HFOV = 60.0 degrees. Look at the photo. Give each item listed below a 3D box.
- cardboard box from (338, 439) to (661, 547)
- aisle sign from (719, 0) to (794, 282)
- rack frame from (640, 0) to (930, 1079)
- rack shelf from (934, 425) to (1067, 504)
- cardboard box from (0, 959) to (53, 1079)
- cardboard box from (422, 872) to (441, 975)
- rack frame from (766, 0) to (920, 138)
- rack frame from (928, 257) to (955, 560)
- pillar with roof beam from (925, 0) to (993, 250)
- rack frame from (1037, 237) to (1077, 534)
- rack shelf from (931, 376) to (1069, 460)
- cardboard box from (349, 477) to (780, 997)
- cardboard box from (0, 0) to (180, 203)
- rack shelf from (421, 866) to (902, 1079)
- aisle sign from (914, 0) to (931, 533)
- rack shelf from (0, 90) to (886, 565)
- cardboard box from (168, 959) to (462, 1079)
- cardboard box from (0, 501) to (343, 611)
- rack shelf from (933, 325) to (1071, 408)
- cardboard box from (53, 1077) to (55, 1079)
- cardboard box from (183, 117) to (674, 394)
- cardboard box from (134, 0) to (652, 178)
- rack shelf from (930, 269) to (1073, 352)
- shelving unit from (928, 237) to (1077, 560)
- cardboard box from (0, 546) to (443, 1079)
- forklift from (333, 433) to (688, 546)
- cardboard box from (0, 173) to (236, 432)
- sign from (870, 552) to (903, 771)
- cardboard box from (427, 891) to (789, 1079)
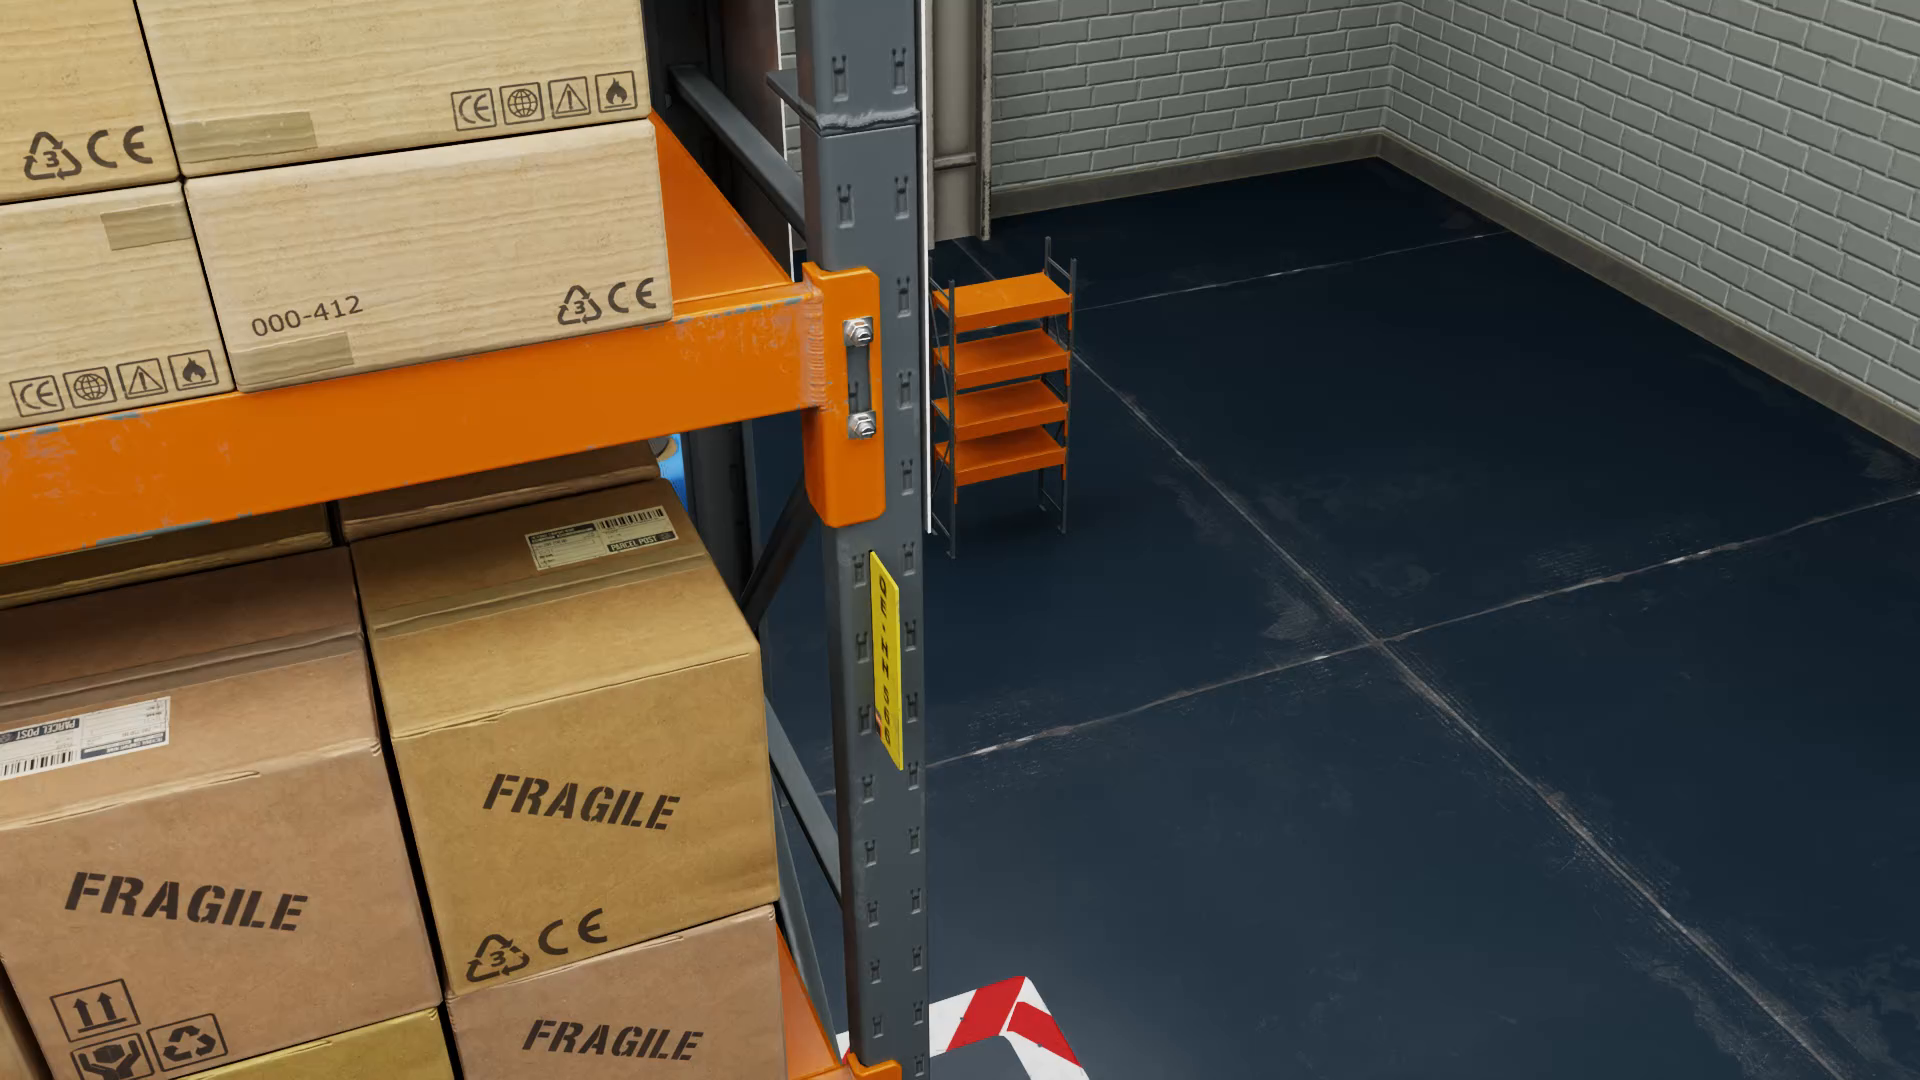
[{"bbox_3d":[-0.812,0.011,2.974,0.500,0.500,0.500,-12,35,-17],"label":"cardboard box"},{"bbox_3d":[-0.352,-0.741,2.754,0.004,0.787,0.394,-13,35,-19],"label":"aisle sign"},{"bbox_3d":[-0.301,0.511,3.214,0.127,3.000,1.000,-13,35,-19],"label":"rack frame"},{"bbox_3d":[0.153,-0.315,6.621,0.480,0.148,0.258,-13,35,-19],"label":"rack shelf"},{"bbox_3d":[-1.547,0.501,2.221,0.500,0.500,0.500,-12,35,-18],"label":"cardboard box"},{"bbox_3d":[-1.286,0.542,3.075,0.500,0.500,0.500,-13,35,-19],"label":"cardboard box"},{"bbox_3d":[-0.301,-2.004,1.578,0.127,3.000,1.000,-13,35,-19],"label":"rack frame"},{"bbox_3d":[-0.072,-0.486,6.397,0.015,1.200,0.240,-13,35,-19],"label":"rack frame"},{"bbox_3d":[1.599,-3.334,3.623,0.400,9.000,9.100,-13,35,-19],"label":"pillar with roof beam"},{"bbox_3d":[0.378,-0.589,6.556,0.015,1.200,0.240,-13,35,-19],"label":"rack frame"},{"bbox_3d":[0.153,-0.481,6.513,0.480,0.148,0.258,-13,35,-19],"label":"rack shelf"},{"bbox_3d":[-0.605,0.282,2.557,0.500,0.500,0.500,-13,35,-19],"label":"cardboard box"},{"bbox_3d":[-1.137,-0.550,1.774,0.500,0.250,0.500,-13,35,-19],"label":"cardboard box"},{"bbox_3d":[-2.145,1.235,2.761,4.000,0.370,1.077,-13,35,-19],"label":"rack shelf"},{"bbox_3d":[-0.119,-0.439,2.291,0.004,0.787,0.394,-13,35,-19],"label":"aisle sign"},{"bbox_3d":[-2.145,-0.022,1.943,4.000,0.370,1.077,-13,35,-19],"label":"rack shelf"},{"bbox_3d":[-1.085,0.812,2.660,0.500,0.500,0.500,-13,35,-19],"label":"cardboard box"},{"bbox_3d":[-1.291,0.125,2.798,0.500,0.500,0.500,-13,35,-18],"label":"cardboard box"},{"bbox_3d":[0.153,-0.669,6.391,0.480,0.148,0.258,-13,35,-19],"label":"rack shelf"},{"bbox_3d":[-1.548,0.914,2.502,0.500,0.500,0.500,-13,35,-19],"label":"cardboard box"},{"bbox_3d":[-0.673,-0.442,2.067,0.500,0.250,0.500,-13,35,-19],"label":"cardboard box"},{"bbox_3d":[-0.676,-0.656,1.937,0.500,0.250,0.500,-13,35,-19],"label":"cardboard box"},{"bbox_3d":[0.153,-0.867,6.262,0.480,0.148,0.258,-13,35,-19],"label":"rack shelf"},{"bbox_3d":[0.153,-0.538,6.476,0.503,1.200,0.258,-13,35,-19],"label":"shelving unit"},{"bbox_3d":[-1.070,0.389,2.393,0.500,0.500,0.500,-12,35,-18],"label":"cardboard box"},{"bbox_3d":[-2.351,-0.479,4.799,3.031,2.935,1.130,-14,36,-21],"label":"forklift"},{"bbox_3d":[-1.138,-0.342,1.913,0.500,0.250,0.500,-13,35,-19],"label":"cardboard box"},{"bbox_3d":[-0.105,0.177,2.377,0.005,0.325,0.100,-13,35,-19],"label":"sign"},{"bbox_3d":[-0.608,0.701,2.831,0.500,0.500,0.500,-12,35,-17],"label":"cardboard box"}]
